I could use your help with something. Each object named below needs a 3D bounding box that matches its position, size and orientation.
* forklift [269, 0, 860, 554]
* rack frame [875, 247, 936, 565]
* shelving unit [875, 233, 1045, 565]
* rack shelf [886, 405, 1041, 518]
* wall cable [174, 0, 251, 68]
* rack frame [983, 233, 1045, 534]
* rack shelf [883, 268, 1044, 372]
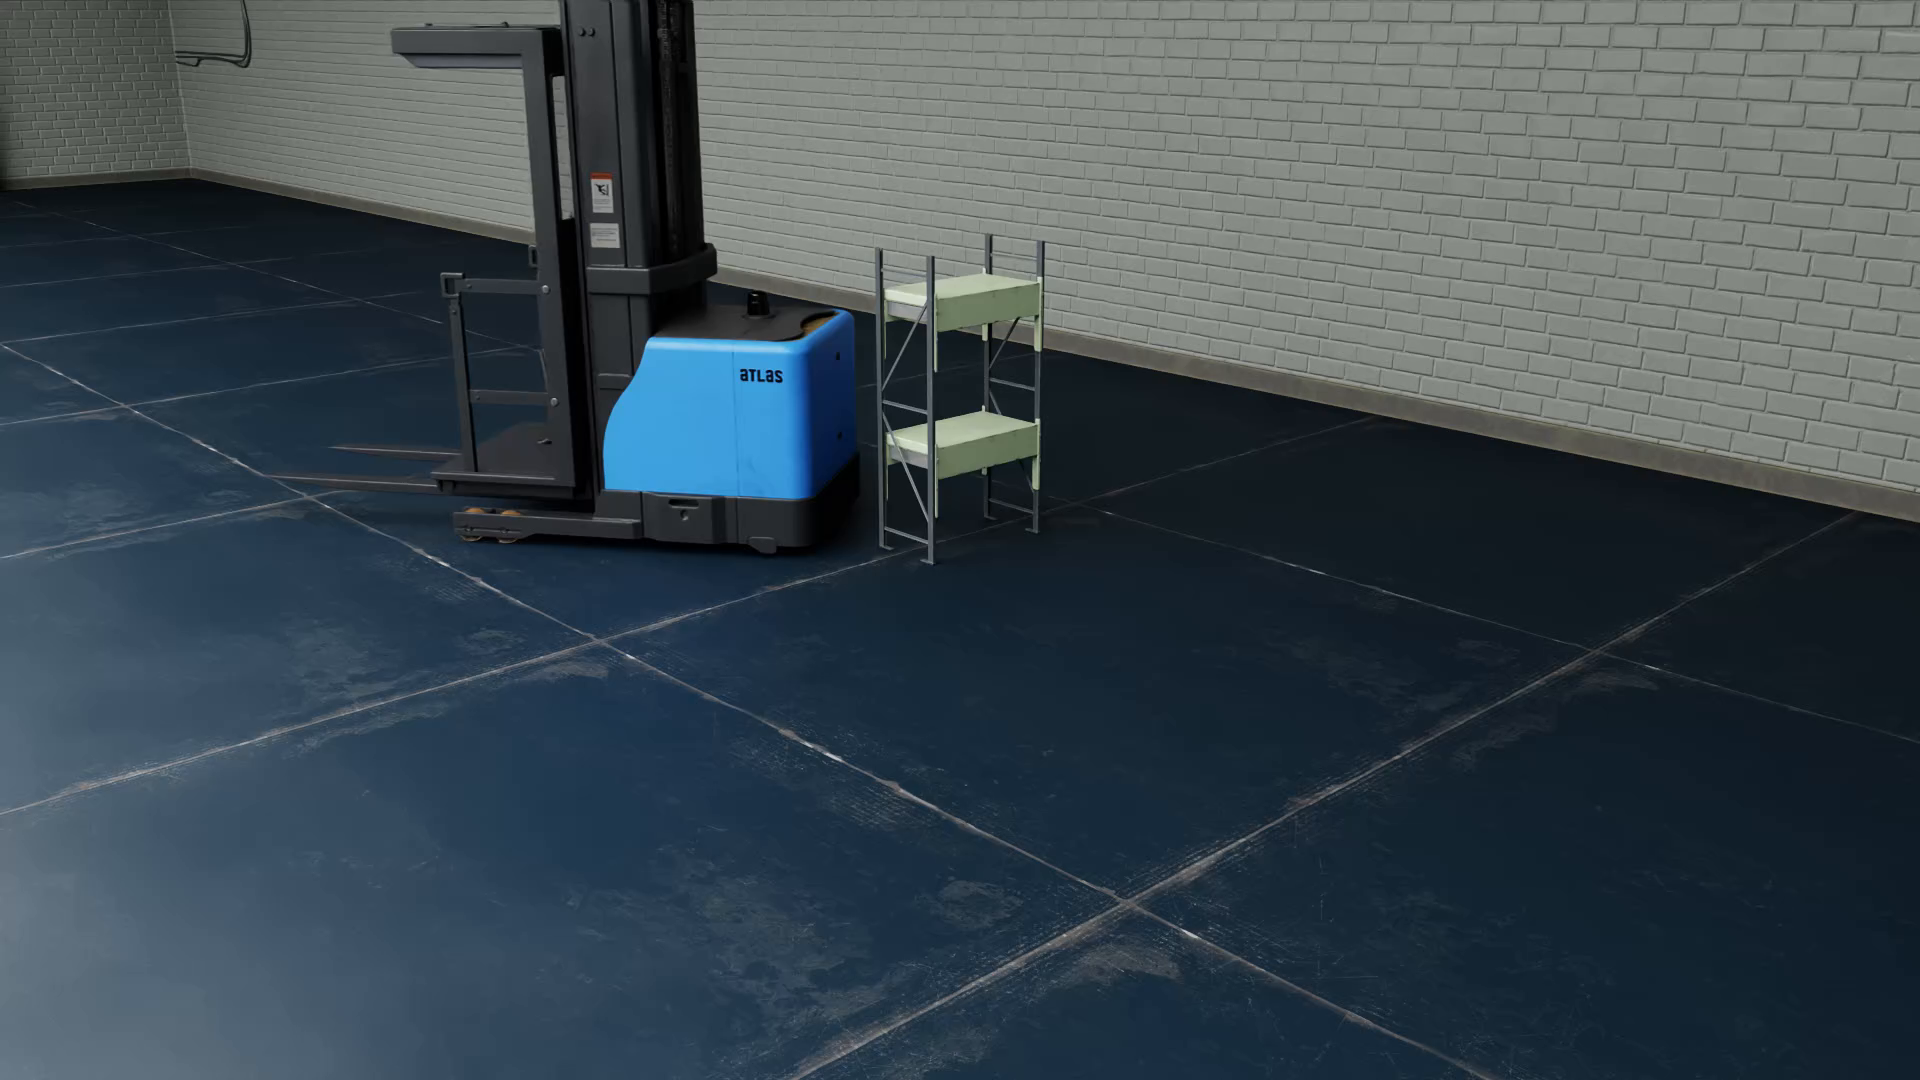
[{"bbox_3d":[-2.109,-1.531,8.455,3.031,2.935,1.130,3,18,10],"label":"forklift"},{"bbox_3d":[-0.261,-0.637,8.019,0.023,1.500,0.400,-16,24,-41],"label":"rack frame"},{"bbox_3d":[0.005,-0.715,8.258,0.755,1.500,0.431,-16,24,-41],"label":"shelving unit"},{"bbox_3d":[0.005,-0.405,8.358,0.720,0.370,0.431,-16,24,-41],"label":"rack shelf"},{"bbox_3d":[-10.971,-8.110,23.943,0.112,2.526,3.097,-16,24,-41],"label":"wall cable"},{"bbox_3d":[0.271,-0.792,8.497,0.023,1.500,0.400,-16,24,-41],"label":"rack frame"},{"bbox_3d":[0.005,-1.086,8.137,0.720,0.370,0.431,-16,24,-41],"label":"rack shelf"}]
